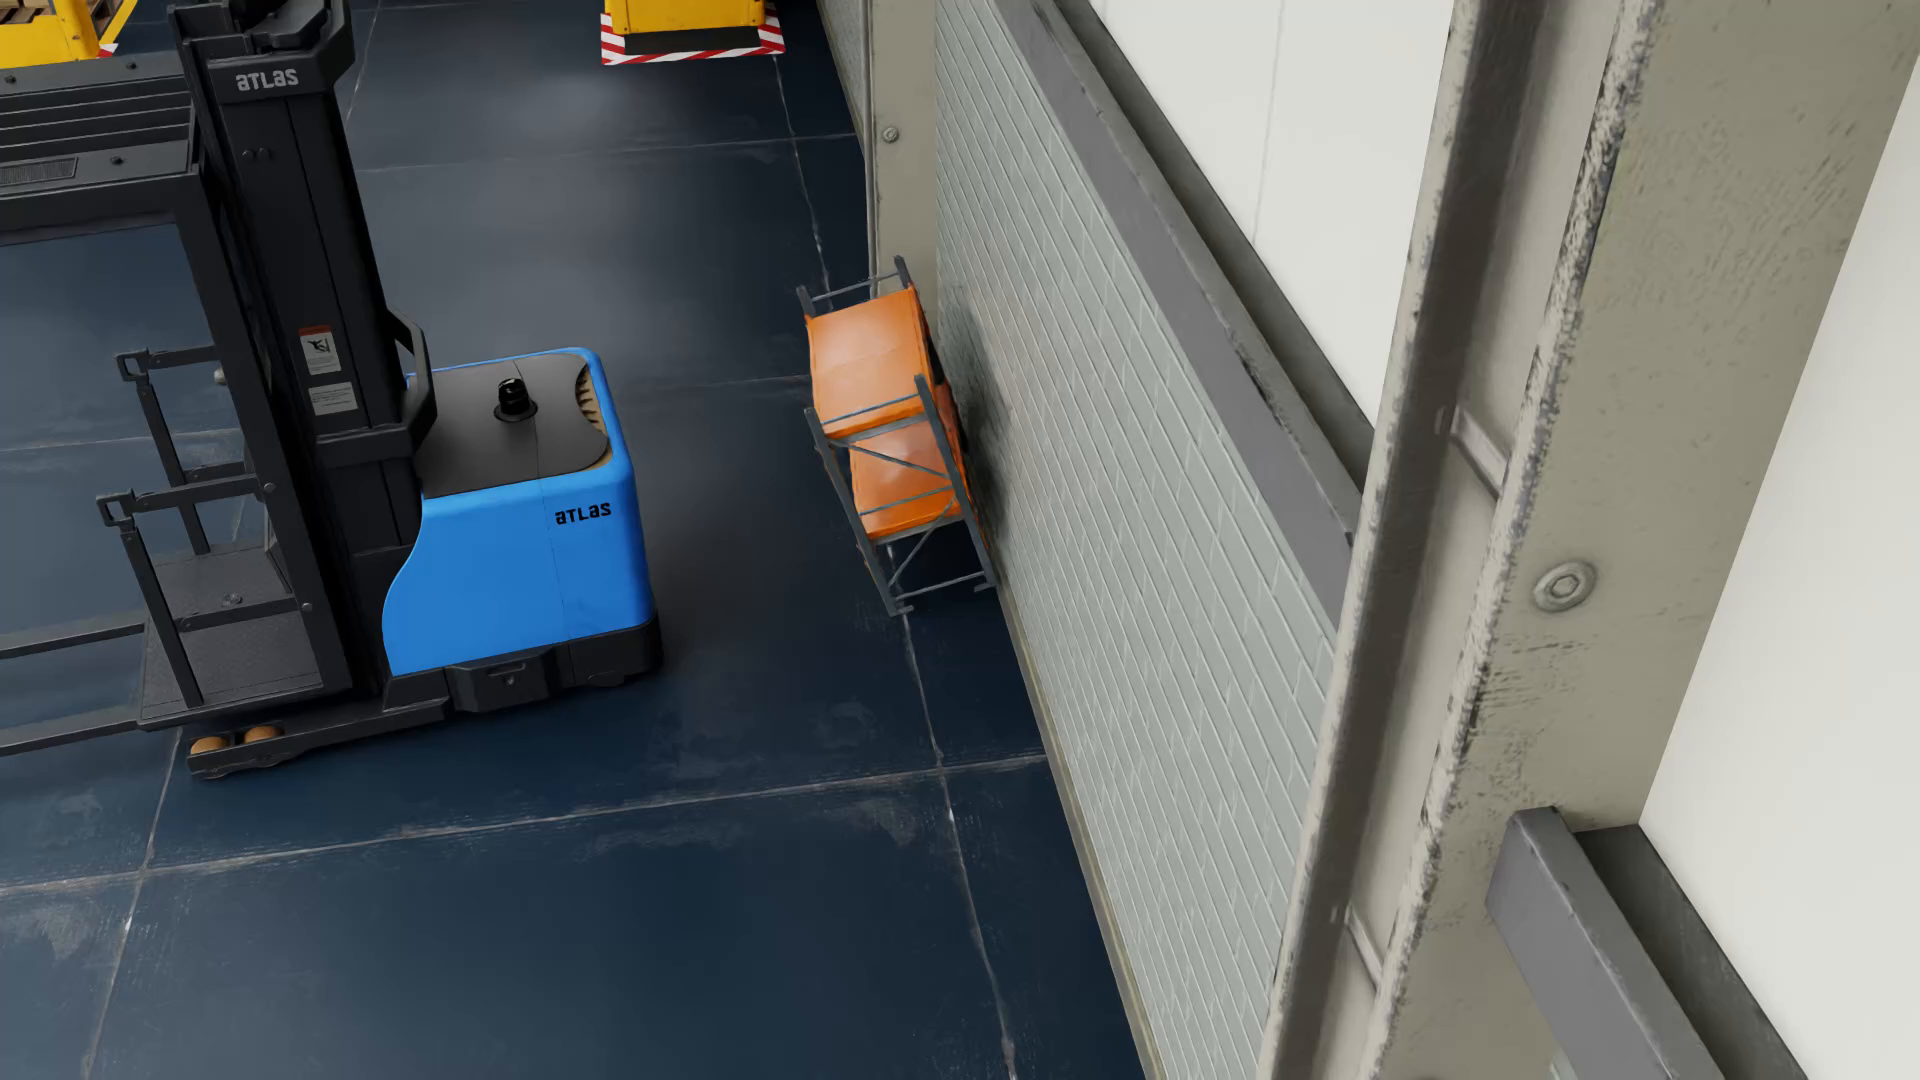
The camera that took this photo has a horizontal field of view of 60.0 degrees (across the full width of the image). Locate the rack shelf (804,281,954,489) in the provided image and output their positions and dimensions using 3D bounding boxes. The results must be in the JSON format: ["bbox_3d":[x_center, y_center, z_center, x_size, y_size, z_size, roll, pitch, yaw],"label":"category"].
[{"bbox_3d":[-0.363,-0.686,7.163,0.538,0.278,1.000,-17,37,5],"label":"rack shelf"}]

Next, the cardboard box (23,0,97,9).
[{"bbox_3d":[-6.866,-4.291,12.727,0.500,0.250,0.500,-7,38,-8],"label":"cardboard box"}]

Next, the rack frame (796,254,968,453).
[{"bbox_3d":[-0.339,-0.772,7.742,0.500,1.125,0.032,-17,37,5],"label":"rack frame"}]

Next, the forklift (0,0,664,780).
[{"bbox_3d":[-2.824,-0.584,6.113,3.031,2.935,1.130,-11,39,-14],"label":"forklift"}]

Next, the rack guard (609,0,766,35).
[{"bbox_3d":[-2.107,-4.228,12.785,1.175,0.500,0.348,-6,38,-8],"label":"rack guard"}]

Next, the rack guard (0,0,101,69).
[{"bbox_3d":[-7.011,-3.753,12.173,1.175,0.500,0.348,-6,38,-8],"label":"rack guard"}]

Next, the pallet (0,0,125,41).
[{"bbox_3d":[-7.118,-4.133,12.898,1.003,0.211,1.213,-6,38,-8],"label":"pallet"}]

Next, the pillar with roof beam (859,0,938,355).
[{"bbox_3d":[-4.532,-4.029,5.602,9.100,9.000,0.400,-6,38,-8],"label":"pillar with roof beam"}]

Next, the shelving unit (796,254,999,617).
[{"bbox_3d":[-0.283,-0.467,7.340,0.538,1.125,1.048,-17,37,5],"label":"shelving unit"}]

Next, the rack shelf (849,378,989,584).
[{"bbox_3d":[-0.215,-0.285,7.488,0.538,0.278,1.000,-17,37,5],"label":"rack shelf"}]

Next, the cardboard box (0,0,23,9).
[{"bbox_3d":[-7.408,-4.248,12.671,0.500,0.250,0.500,-6,38,-8],"label":"cardboard box"}]

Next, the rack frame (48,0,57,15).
[{"bbox_3d":[-6.997,-4.694,11.347,1.000,3.000,0.127,-6,38,-8],"label":"rack frame"}]

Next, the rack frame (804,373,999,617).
[{"bbox_3d":[-0.226,-0.162,6.937,0.500,1.125,0.032,-17,37,5],"label":"rack frame"}]
